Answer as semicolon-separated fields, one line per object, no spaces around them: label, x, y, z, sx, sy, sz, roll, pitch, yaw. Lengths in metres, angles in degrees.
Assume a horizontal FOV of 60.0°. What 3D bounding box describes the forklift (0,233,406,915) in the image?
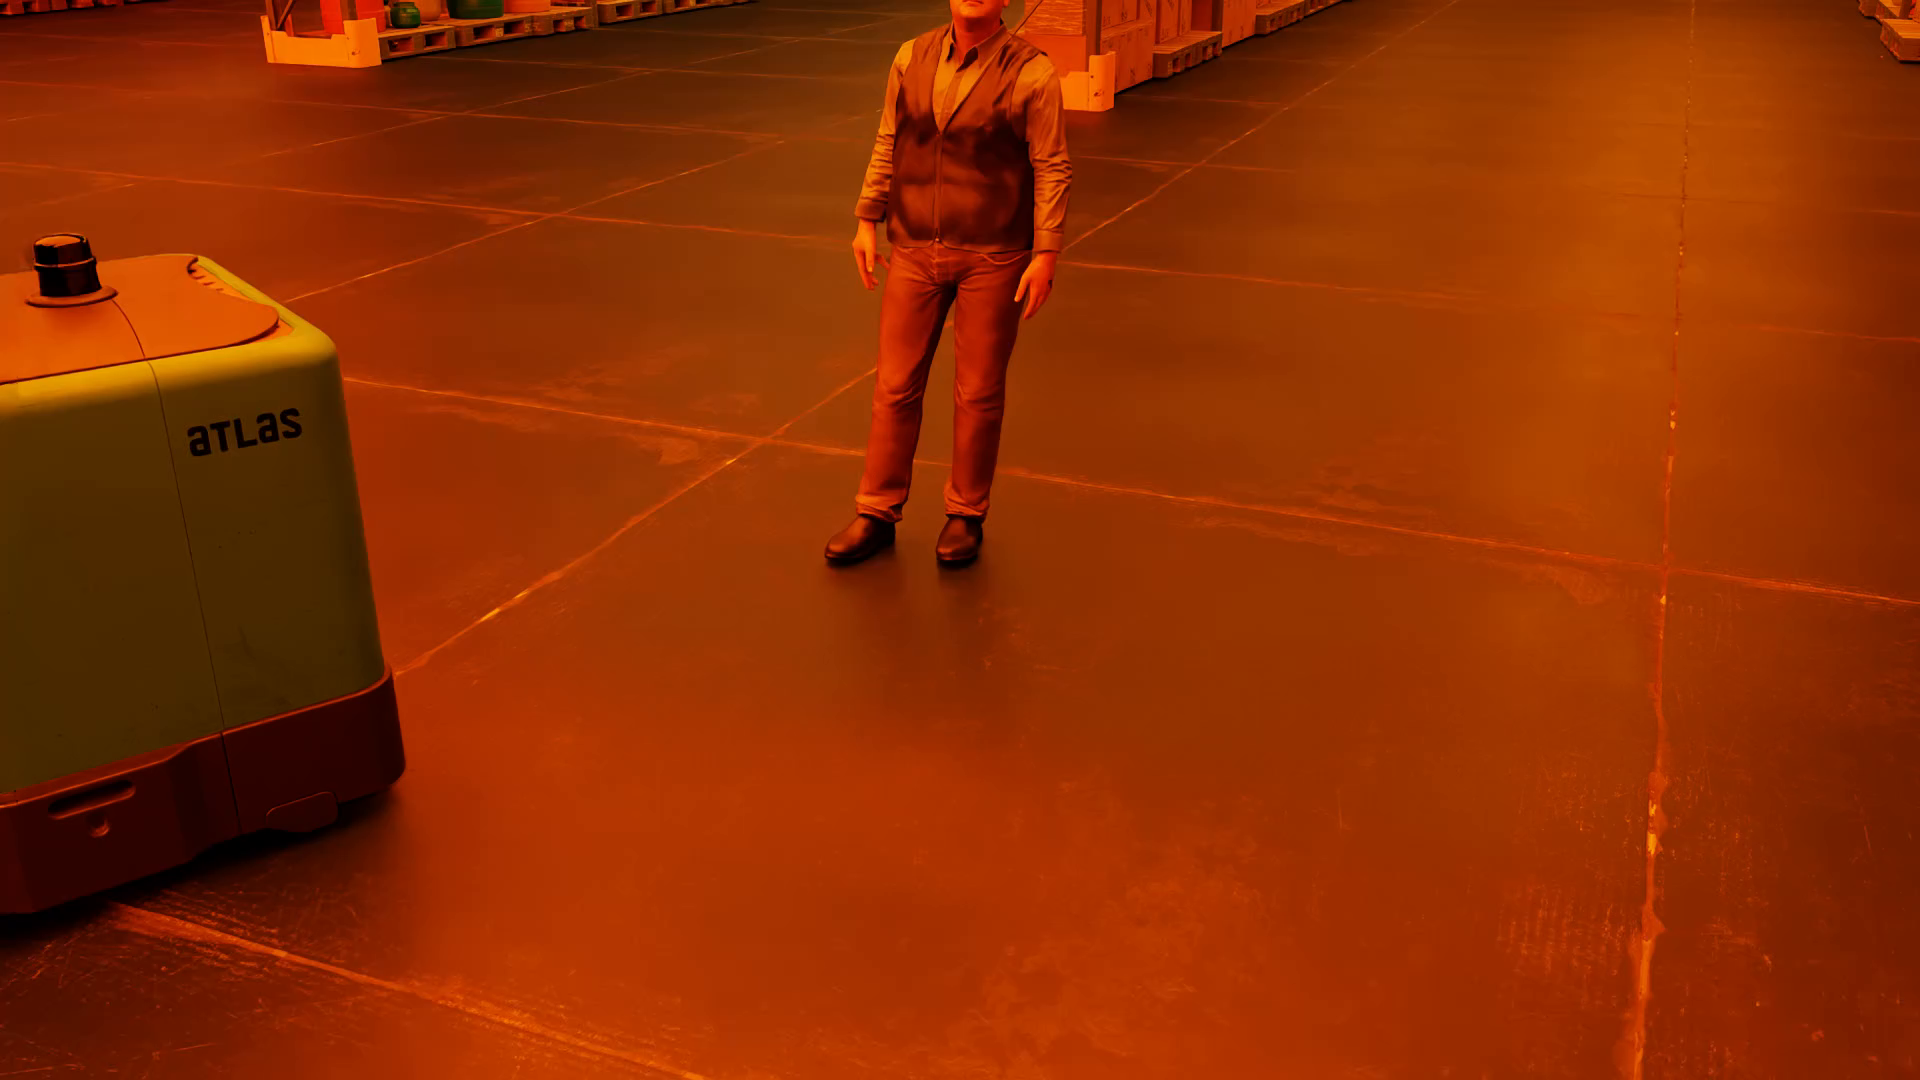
forklift;-2.705;-0.566;2.646;3.031;2.935;1.130;-17;28;-34

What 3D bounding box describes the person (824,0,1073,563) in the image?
person;-0.031;-0.779;4.707;0.633;1.722;0.566;9;24;21
